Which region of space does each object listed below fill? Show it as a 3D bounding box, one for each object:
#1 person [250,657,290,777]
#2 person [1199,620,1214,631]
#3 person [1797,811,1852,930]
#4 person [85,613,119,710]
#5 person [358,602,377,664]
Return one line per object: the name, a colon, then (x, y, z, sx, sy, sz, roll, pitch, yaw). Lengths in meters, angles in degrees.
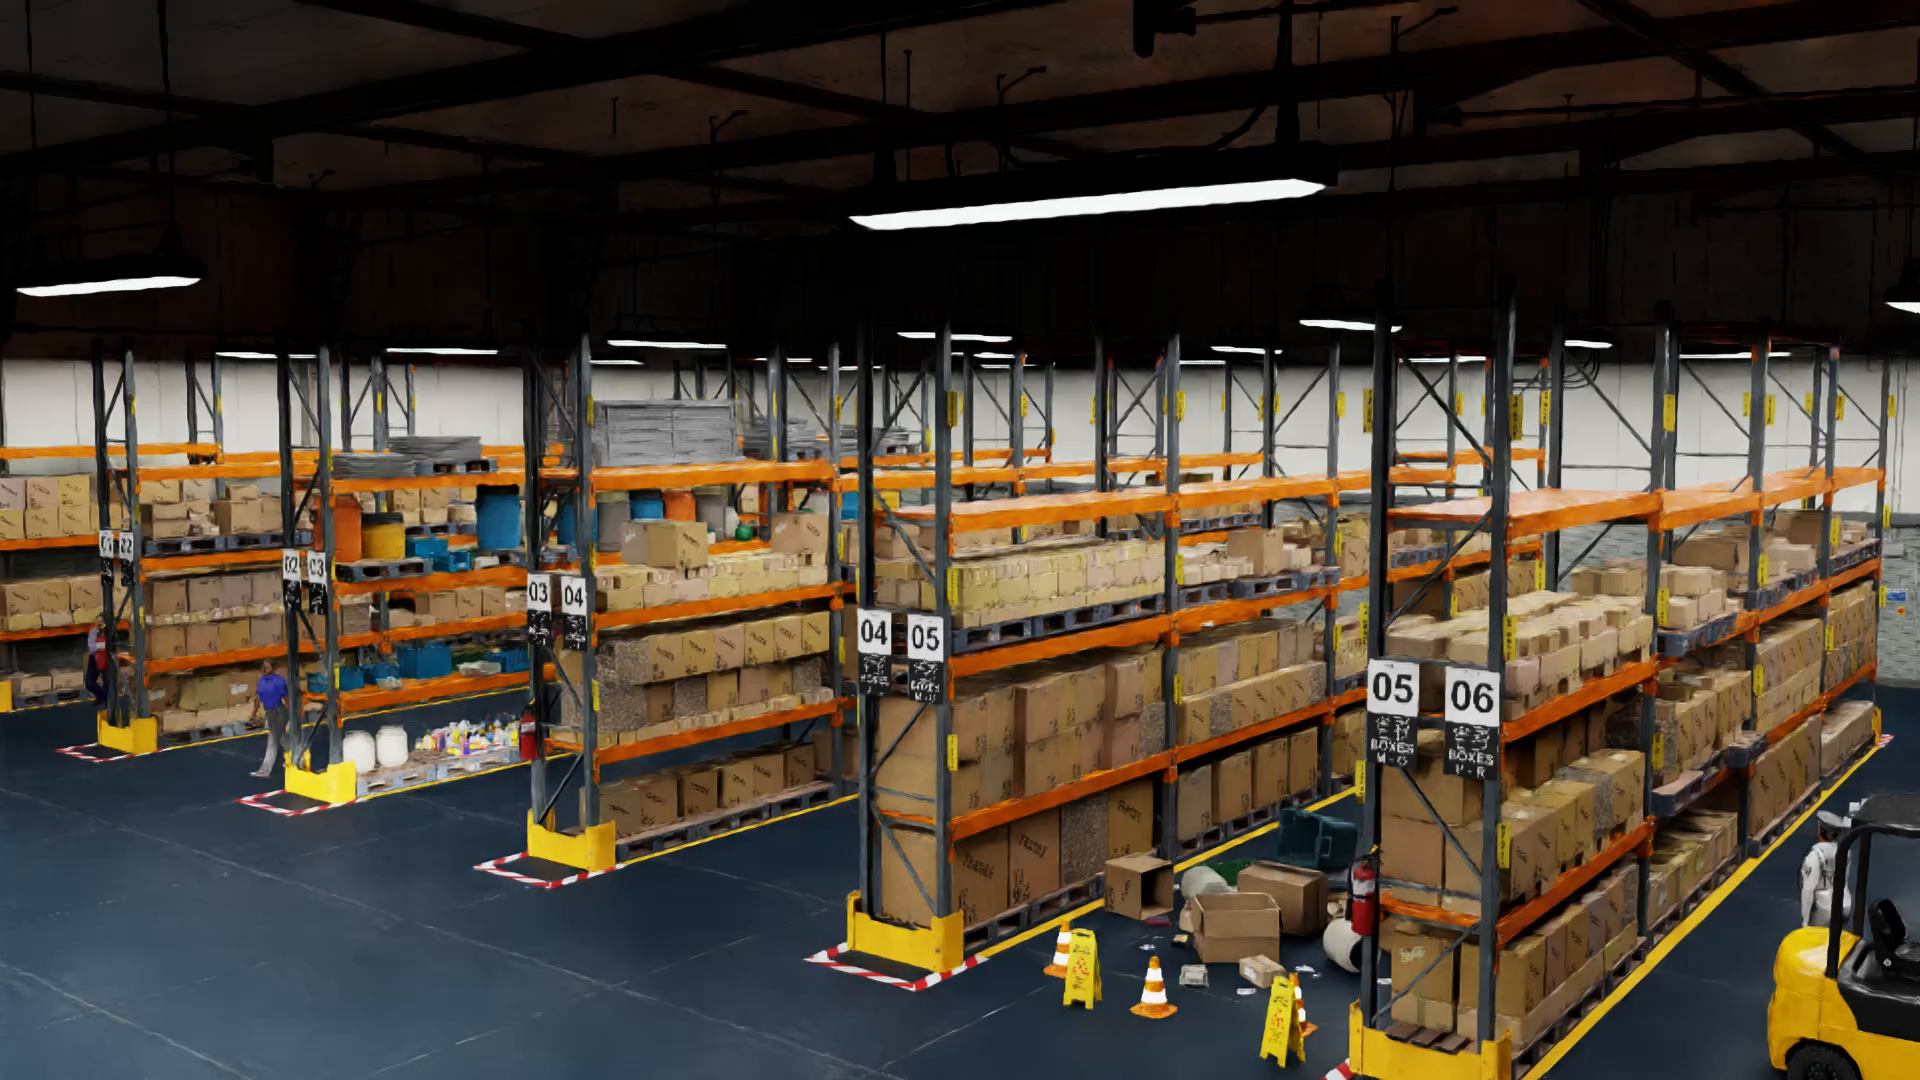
person: (-9.381, 2.383, 22.703, 0.443, 1.587, 0.996, 3, 6, 29)
person: (3.864, 2.061, 25.749, 0.579, 1.732, 1.041, 4, 6, 36)
person: (7.201, 3.108, 13.930, 0.524, 1.677, 0.463, -2, 5, -23)
person: (-13.986, 1.990, 27.154, 0.559, 1.641, 0.518, 0, 5, 0)
person: (-10.640, 1.682, 29.831, 0.476, 1.759, 0.593, 1, 5, 7)
